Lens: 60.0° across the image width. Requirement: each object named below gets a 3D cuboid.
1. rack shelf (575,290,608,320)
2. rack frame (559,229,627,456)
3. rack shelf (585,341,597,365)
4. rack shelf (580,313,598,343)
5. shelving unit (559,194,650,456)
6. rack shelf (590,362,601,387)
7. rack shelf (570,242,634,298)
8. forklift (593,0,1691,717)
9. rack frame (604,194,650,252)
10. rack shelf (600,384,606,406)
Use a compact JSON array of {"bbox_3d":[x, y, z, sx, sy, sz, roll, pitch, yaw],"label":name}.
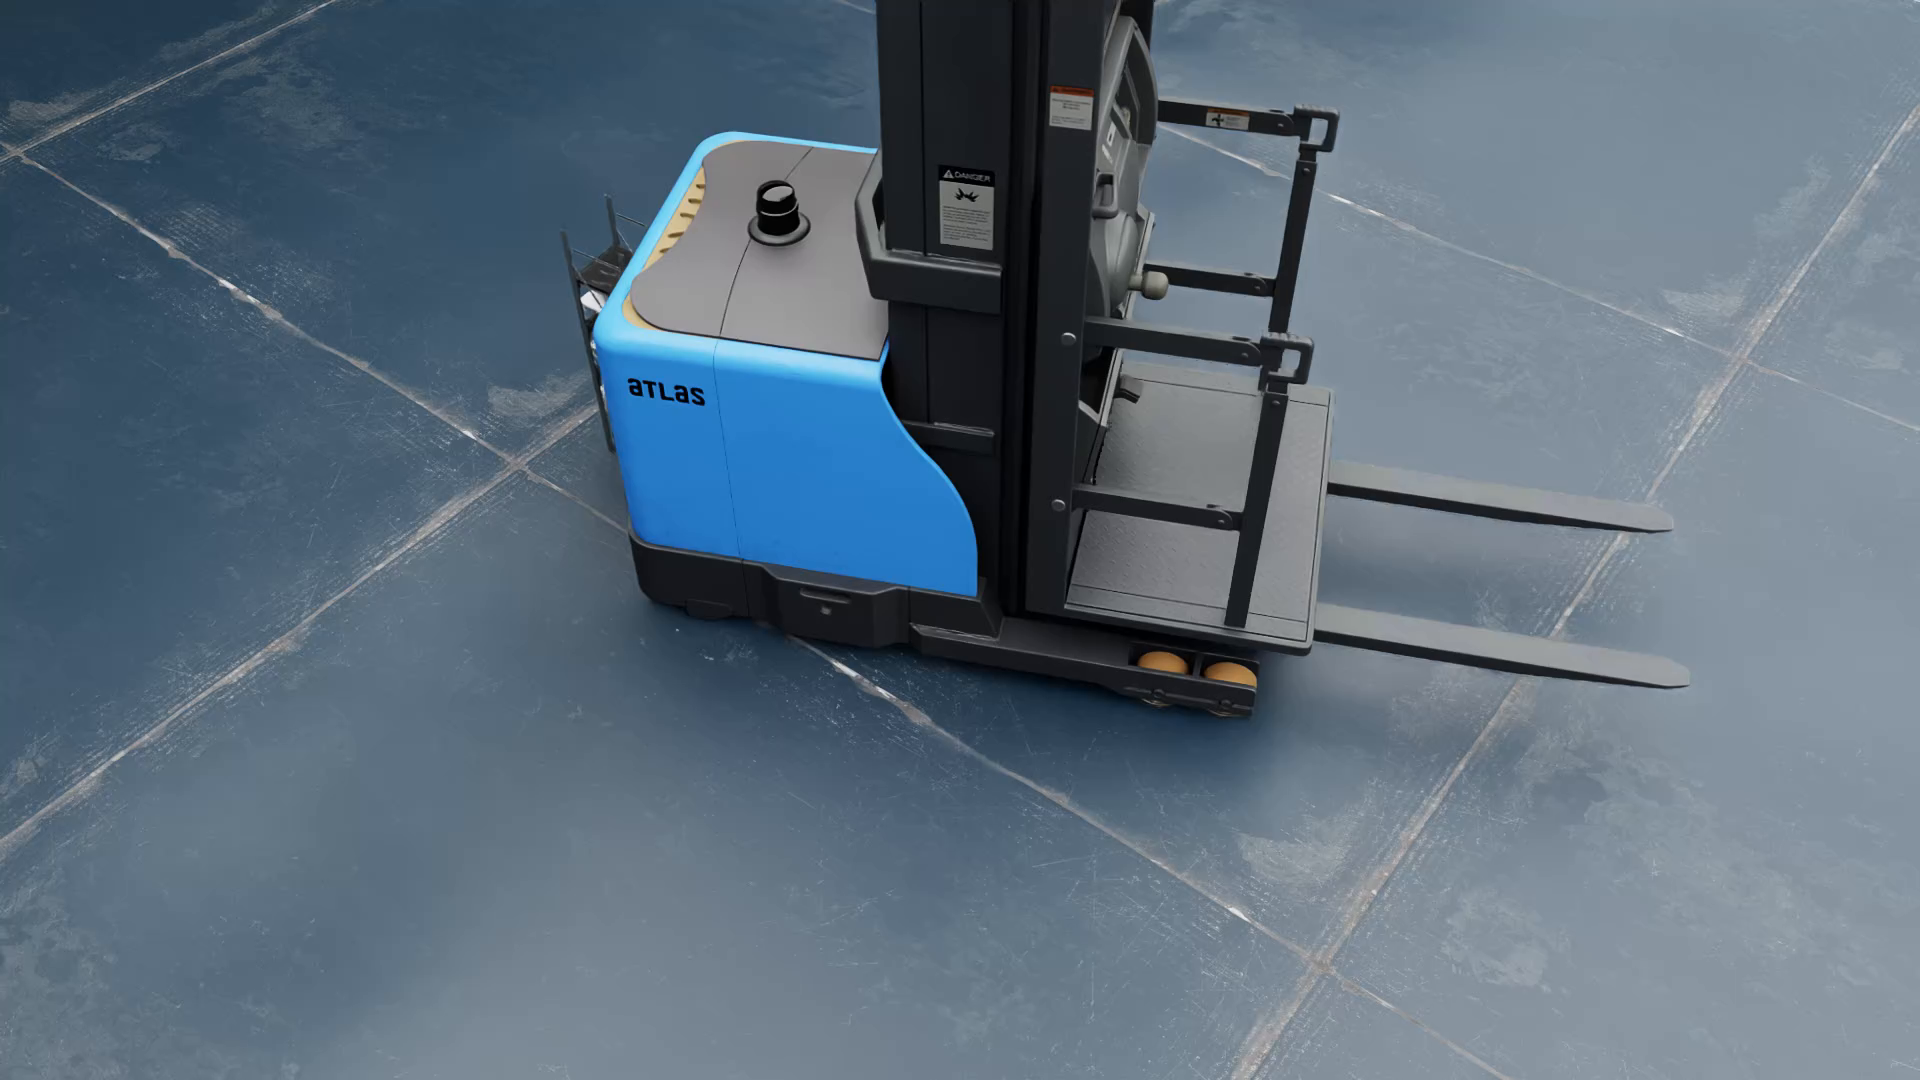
[{"bbox_3d":[-1.015,-0.722,5.112,0.258,0.077,0.200,24,52,21],"label":"rack shelf"},{"bbox_3d":[-1.068,-0.558,5.161,0.240,0.900,0.006,24,52,21],"label":"rack frame"},{"bbox_3d":[-1.014,-0.599,5.244,0.258,0.077,0.200,24,52,21],"label":"rack shelf"},{"bbox_3d":[-1.015,-0.660,5.178,0.258,0.077,0.200,24,52,21],"label":"rack shelf"},{"bbox_3d":[-1.014,-0.622,5.220,0.258,0.900,0.210,24,52,21],"label":"shelving unit"},{"bbox_3d":[-1.014,-0.537,5.310,0.258,0.077,0.200,24,52,21],"label":"rack shelf"},{"bbox_3d":[-1.016,-0.783,5.047,0.258,0.077,0.200,24,52,21],"label":"rack shelf"},{"bbox_3d":[0.597,-0.928,4.110,3.031,2.935,1.130,9,47,8],"label":"forklift"},{"bbox_3d":[-0.961,-0.685,5.278,0.240,0.900,0.006,24,52,21],"label":"rack frame"},{"bbox_3d":[-1.013,-0.476,5.375,0.258,0.077,0.200,24,52,21],"label":"rack shelf"}]
